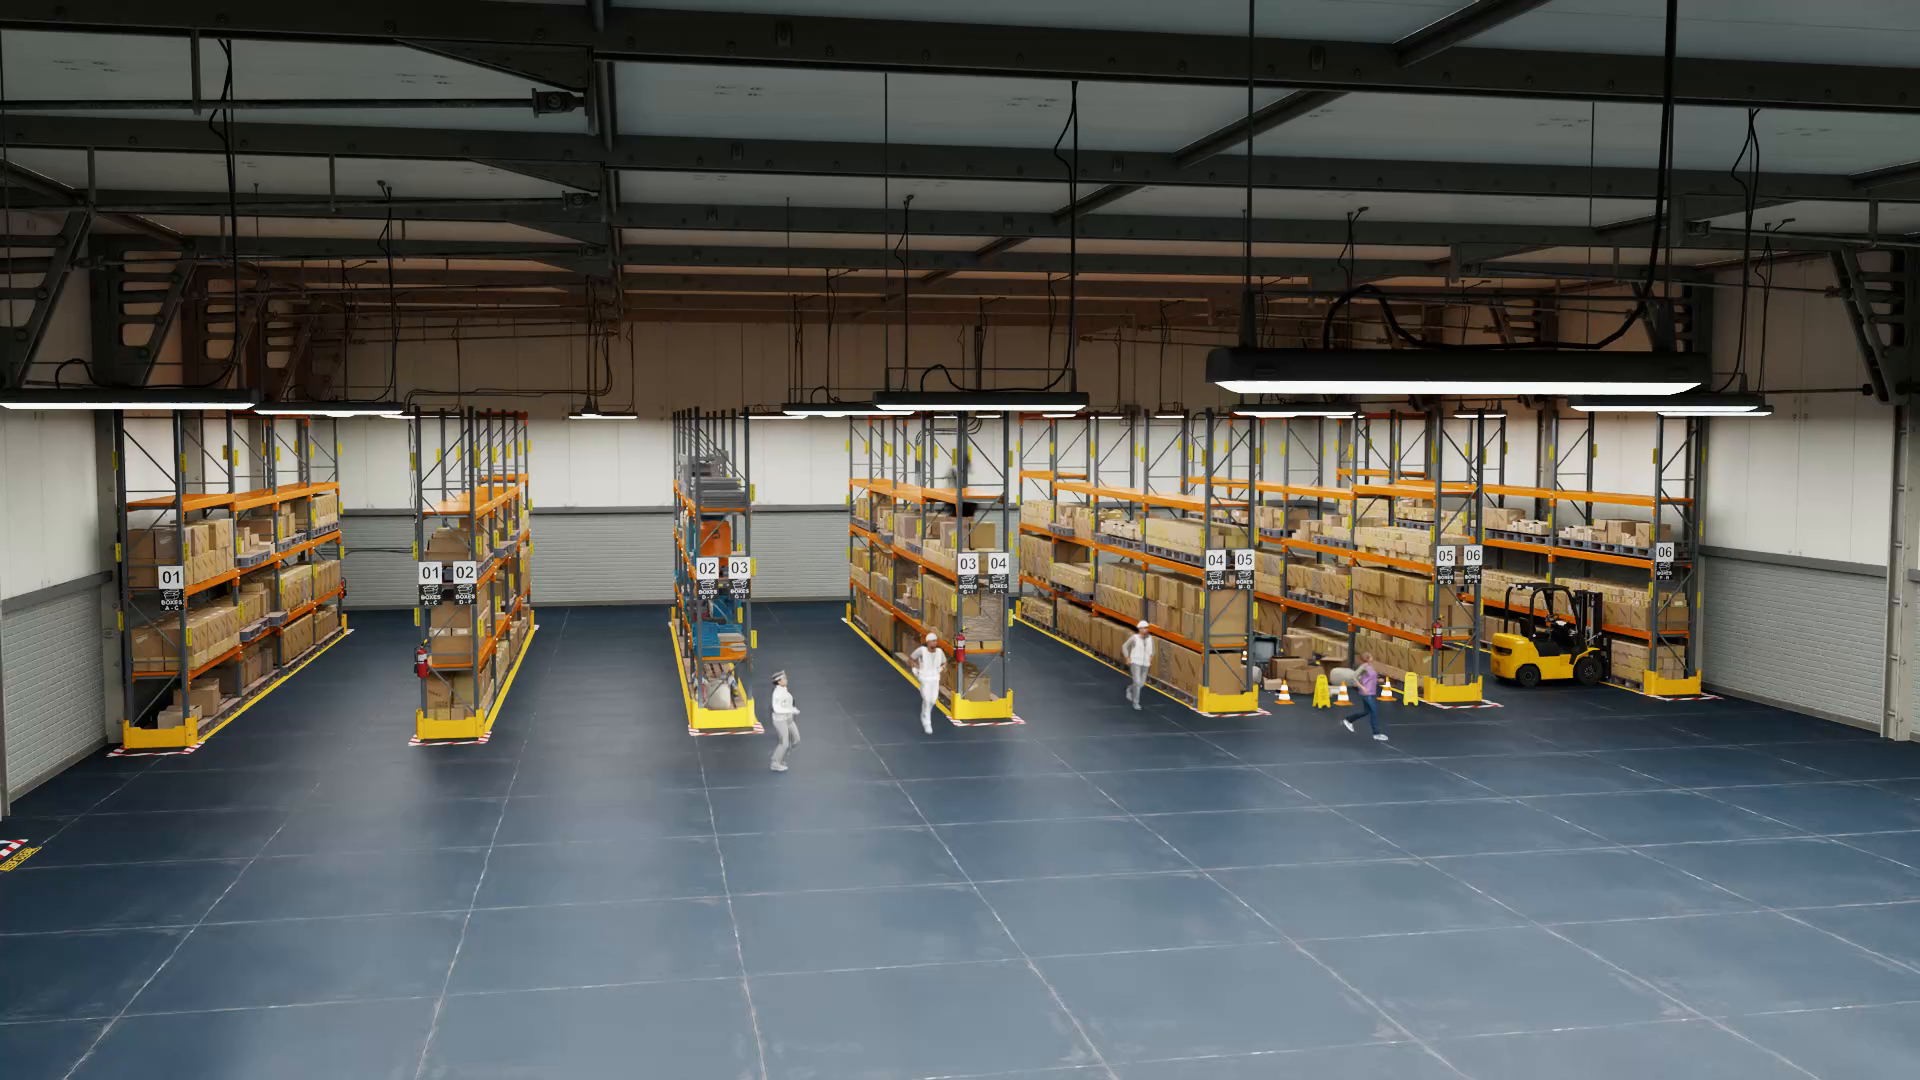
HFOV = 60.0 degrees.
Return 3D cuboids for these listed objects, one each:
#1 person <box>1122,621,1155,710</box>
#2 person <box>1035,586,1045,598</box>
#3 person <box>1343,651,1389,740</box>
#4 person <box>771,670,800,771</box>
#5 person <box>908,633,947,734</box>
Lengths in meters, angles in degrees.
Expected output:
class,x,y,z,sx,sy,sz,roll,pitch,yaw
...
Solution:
class,x,y,z,sx,sy,sz,roll,pitch,yaw
person,3.610,2.497,33.429,0.697,1.765,0.802,-1,4,-20
person,2.396,1.356,49.786,0.572,1.653,0.571,-1,4,-19
person,7.321,2.795,29.991,0.877,1.554,0.543,3,5,33
person,-2.841,2.950,27.223,0.554,1.649,0.602,1,4,13
person,-0.540,2.630,30.957,0.690,1.799,0.957,-2,5,-28
